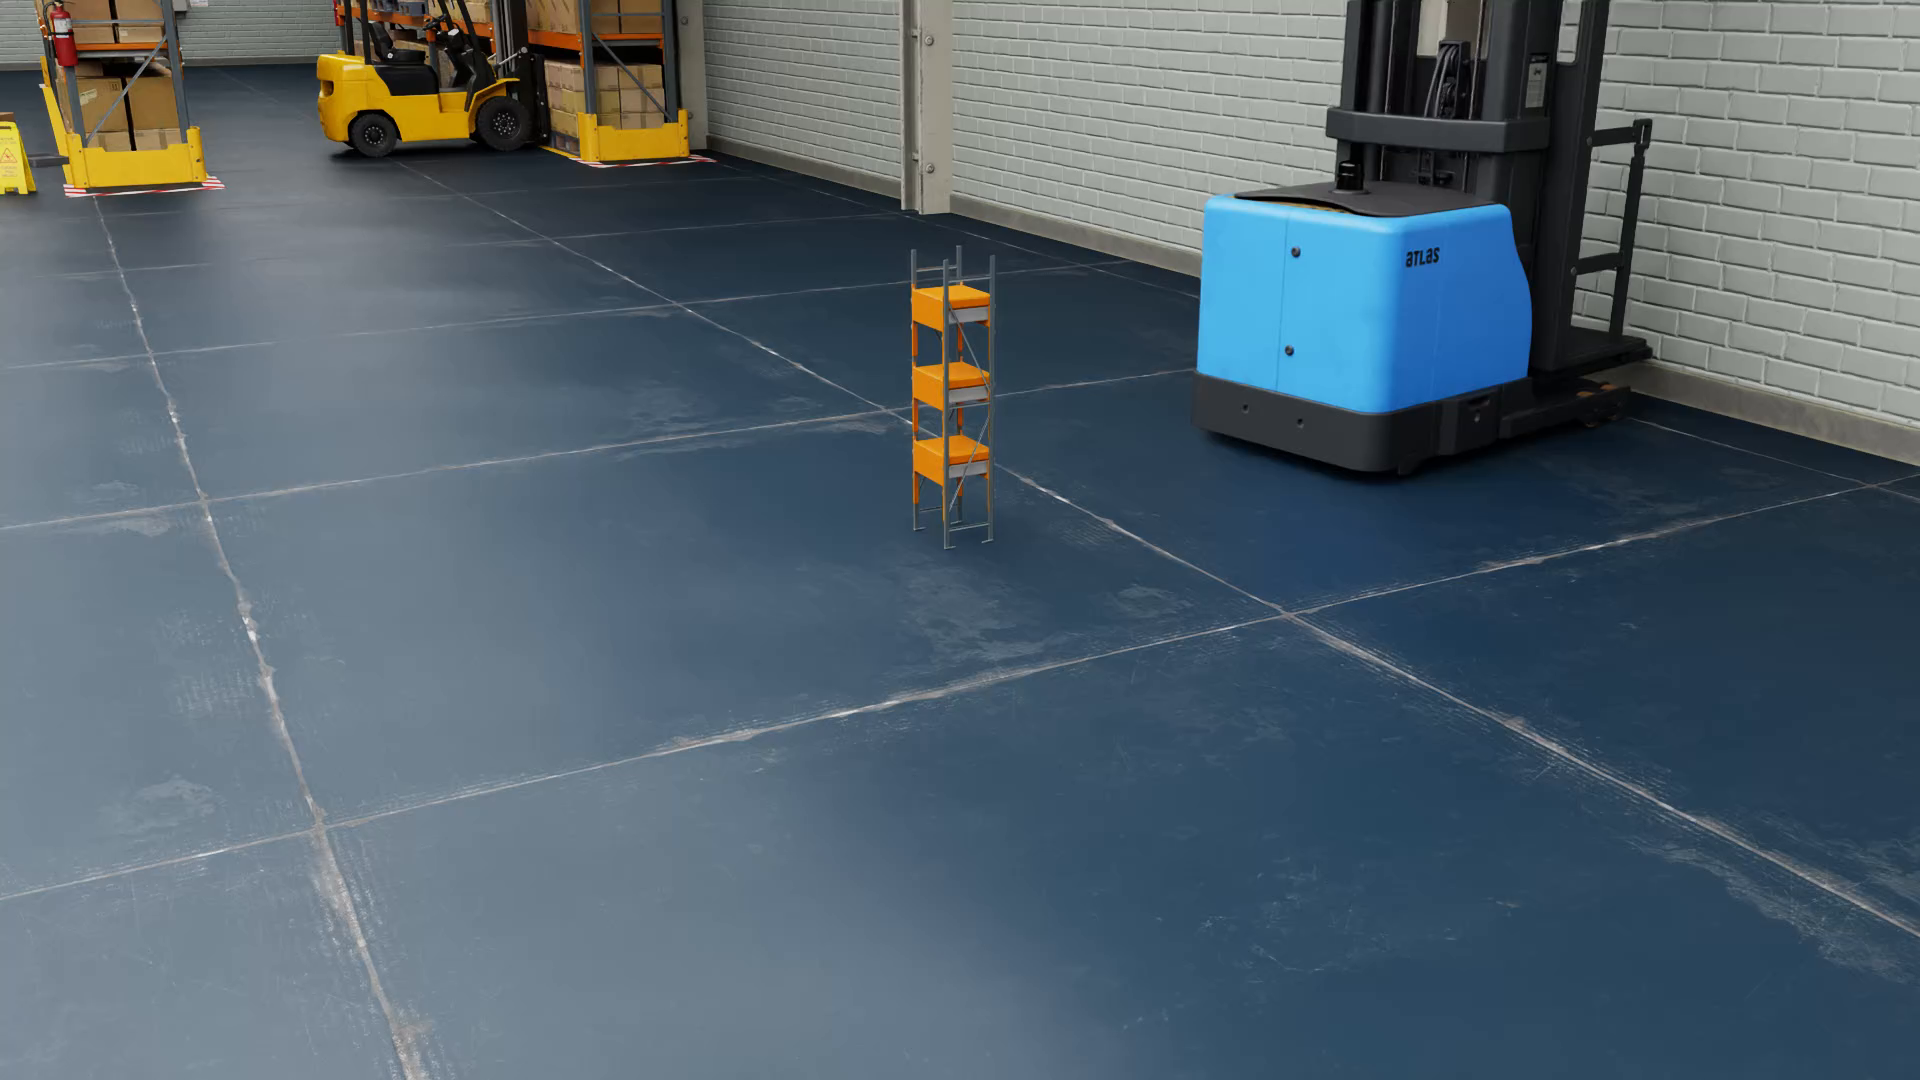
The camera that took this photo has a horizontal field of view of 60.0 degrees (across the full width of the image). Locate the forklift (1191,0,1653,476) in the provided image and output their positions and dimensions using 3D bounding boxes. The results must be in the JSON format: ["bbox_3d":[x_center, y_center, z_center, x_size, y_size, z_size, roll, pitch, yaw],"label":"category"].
[{"bbox_3d":[2.493,-2.021,7.494,3.031,2.935,1.130,-15,24,-37],"label":"forklift"}]

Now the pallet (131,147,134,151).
[{"bbox_3d":[-8.354,-3.827,16.899,1.003,0.211,1.213,-10,21,-27],"label":"pallet"}]

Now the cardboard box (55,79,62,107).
[{"bbox_3d":[-11.502,-5.974,22.230,0.950,0.372,0.625,-12,22,-30],"label":"cardboard box"}]

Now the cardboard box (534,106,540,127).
[{"bbox_3d":[-4.821,-5.074,19.810,0.500,0.250,0.500,-9,21,-25],"label":"cardboard box"}]

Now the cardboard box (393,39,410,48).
[{"bbox_3d":[-9.159,-8.211,27.523,0.380,0.149,0.250,-11,22,-28],"label":"cardboard box"}]

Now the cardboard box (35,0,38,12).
[{"bbox_3d":[-14.607,-8.759,26.764,0.500,0.500,0.500,-10,22,-27],"label":"cardboard box"}]

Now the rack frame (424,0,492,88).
[{"bbox_3d":[-7.395,-7.951,24.576,1.000,3.000,0.127,-10,21,-27],"label":"rack frame"}]

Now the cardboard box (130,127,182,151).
[{"bbox_3d":[-8.103,-4.058,16.864,0.500,0.250,0.500,-10,21,-27],"label":"cardboard box"}]

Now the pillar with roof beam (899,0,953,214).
[{"bbox_3d":[-4.073,-6.441,11.002,9.100,9.000,0.400,-10,21,-27],"label":"pillar with roof beam"}]

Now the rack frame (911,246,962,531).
[{"bbox_3d":[-0.083,-0.547,6.106,0.200,1.050,0.008,-10,21,-27],"label":"rack frame"}]

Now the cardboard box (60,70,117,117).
[{"bbox_3d":[-9.057,-4.623,17.352,0.500,0.500,0.500,-11,22,-28],"label":"cardboard box"}]

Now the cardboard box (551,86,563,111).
[{"bbox_3d":[-4.331,-5.027,18.906,0.500,0.250,0.500,-10,22,-27],"label":"cardboard box"}]

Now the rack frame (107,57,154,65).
[{"bbox_3d":[-9.863,-6.033,19.017,1.000,3.000,0.127,-10,21,-27],"label":"rack frame"}]

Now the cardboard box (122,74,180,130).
[{"bbox_3d":[-8.115,-4.419,16.762,0.500,0.500,0.500,-11,22,-28],"label":"cardboard box"}]

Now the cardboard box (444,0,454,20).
[{"bbox_3d":[-6.914,-7.423,23.275,0.500,0.250,0.500,-11,22,-28],"label":"cardboard box"}]

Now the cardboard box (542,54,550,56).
[{"bbox_3d":[-5.308,-5.839,20.492,0.500,0.250,0.500,-10,21,-27],"label":"cardboard box"}]

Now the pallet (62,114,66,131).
[{"bbox_3d":[-10.817,-5.289,21.135,1.003,0.211,1.213,-10,21,-27],"label":"pallet"}]

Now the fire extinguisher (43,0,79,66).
[{"bbox_3d":[-8.314,-4.744,15.400,0.296,0.674,0.183,-10,21,-27],"label":"fire extinguisher"}]

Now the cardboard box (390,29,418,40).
[{"bbox_3d":[-9.193,-8.352,27.476,0.380,0.149,0.250,-11,22,-29],"label":"cardboard box"}]

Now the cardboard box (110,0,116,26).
[{"bbox_3d":[-8.193,-5.400,16.572,0.500,0.500,0.500,-9,21,-25],"label":"cardboard box"}]

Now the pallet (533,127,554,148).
[{"bbox_3d":[-4.572,-4.899,20.006,1.003,0.211,1.213,-10,21,-27],"label":"pallet"}]

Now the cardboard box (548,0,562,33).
[{"bbox_3d":[-4.299,-5.953,18.631,0.500,0.500,0.500,-9,21,-25],"label":"cardboard box"}]

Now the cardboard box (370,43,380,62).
[{"bbox_3d":[-10.123,-8.525,29.427,0.700,0.500,0.500,-11,22,-29],"label":"cardboard box"}]

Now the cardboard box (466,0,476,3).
[{"bbox_3d":[-6.205,-7.216,21.909,0.500,0.250,0.500,-11,22,-28],"label":"cardboard box"}]

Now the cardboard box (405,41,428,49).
[{"bbox_3d":[-8.683,-7.914,26.661,0.380,0.149,0.250,-9,21,-25],"label":"cardboard box"}]

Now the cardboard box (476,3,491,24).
[{"bbox_3d":[-5.965,-6.836,21.574,0.500,0.250,0.500,-9,21,-25],"label":"cardboard box"}]

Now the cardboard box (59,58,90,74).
[{"bbox_3d":[-9.047,-4.878,17.096,0.380,0.149,0.250,-9,21,-24],"label":"cardboard box"}]

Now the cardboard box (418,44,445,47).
[{"bbox_3d":[-8.181,-7.616,25.798,0.380,0.149,0.250,-9,21,-25],"label":"cardboard box"}]

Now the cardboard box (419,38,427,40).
[{"bbox_3d":[-8.866,-8.362,27.960,0.380,0.149,0.250,-11,22,-29],"label":"cardboard box"}]

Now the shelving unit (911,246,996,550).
[{"bbox_3d":[-0.025,-0.512,6.005,0.215,1.050,0.252,-10,21,-27],"label":"shelving unit"}]

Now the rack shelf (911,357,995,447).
[{"bbox_3d":[-0.025,-0.502,6.008,0.215,0.259,0.240,-10,21,-27],"label":"rack shelf"}]

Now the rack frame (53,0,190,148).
[{"bbox_3d":[-7.963,-4.885,15.689,1.000,3.000,0.127,-10,21,-27],"label":"rack frame"}]

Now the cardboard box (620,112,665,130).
[{"bbox_3d":[-3.658,-4.725,18.797,0.500,0.250,0.500,-10,21,-26],"label":"cardboard box"}]

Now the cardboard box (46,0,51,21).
[{"bbox_3d":[-9.413,-5.765,17.630,0.500,0.500,0.500,-10,21,-27],"label":"cardboard box"}]

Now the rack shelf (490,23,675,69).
[{"bbox_3d":[-4.546,-5.889,19.702,1.077,0.370,4.000,-10,21,-27],"label":"rack shelf"}]

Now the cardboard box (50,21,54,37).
[{"bbox_3d":[-9.396,-5.406,17.583,0.380,0.149,0.250,-10,21,-26],"label":"cardboard box"}]

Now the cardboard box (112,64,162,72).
[{"bbox_3d":[-9.102,-5.012,18.480,0.500,0.500,0.500,-10,21,-26],"label":"cardboard box"}]

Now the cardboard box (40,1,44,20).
[{"bbox_3d":[-12.231,-7.215,22.673,0.500,0.250,0.500,-11,22,-29],"label":"cardboard box"}]

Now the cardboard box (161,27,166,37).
[{"bbox_3d":[-8.129,-5.055,16.566,0.380,0.149,0.250,-11,22,-28],"label":"cardboard box"}]

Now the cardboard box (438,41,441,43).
[{"bbox_3d":[-8.214,-7.997,26.903,0.380,0.149,0.250,-10,21,-26],"label":"cardboard box"}]

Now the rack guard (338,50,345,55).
[{"bbox_3d":[-11.158,-9.044,31.576,1.175,0.500,0.348,-10,21,-27],"label":"rack guard"}]

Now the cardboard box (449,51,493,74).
[{"bbox_3d":[-6.794,-6.660,23.830,0.875,0.625,0.625,-9,21,-25],"label":"cardboard box"}]

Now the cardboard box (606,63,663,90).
[{"bbox_3d":[-3.658,-5.193,18.622,0.500,0.250,0.500,-10,22,-27],"label":"cardboard box"}]

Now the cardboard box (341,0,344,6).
[{"bbox_3d":[-11.280,-9.992,30.876,0.380,0.149,0.250,-10,21,-27],"label":"cardboard box"}]

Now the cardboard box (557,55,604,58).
[{"bbox_3d":[-4.610,-5.773,20.301,0.500,0.250,0.500,-10,21,-26],"label":"cardboard box"}]

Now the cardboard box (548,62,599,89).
[{"bbox_3d":[-4.337,-5.256,18.803,0.500,0.250,0.500,-10,21,-26],"label":"cardboard box"}]

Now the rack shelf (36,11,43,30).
[{"bbox_3d":[-14.611,-8.564,27.453,1.077,0.370,4.000,-10,21,-27],"label":"rack shelf"}]
